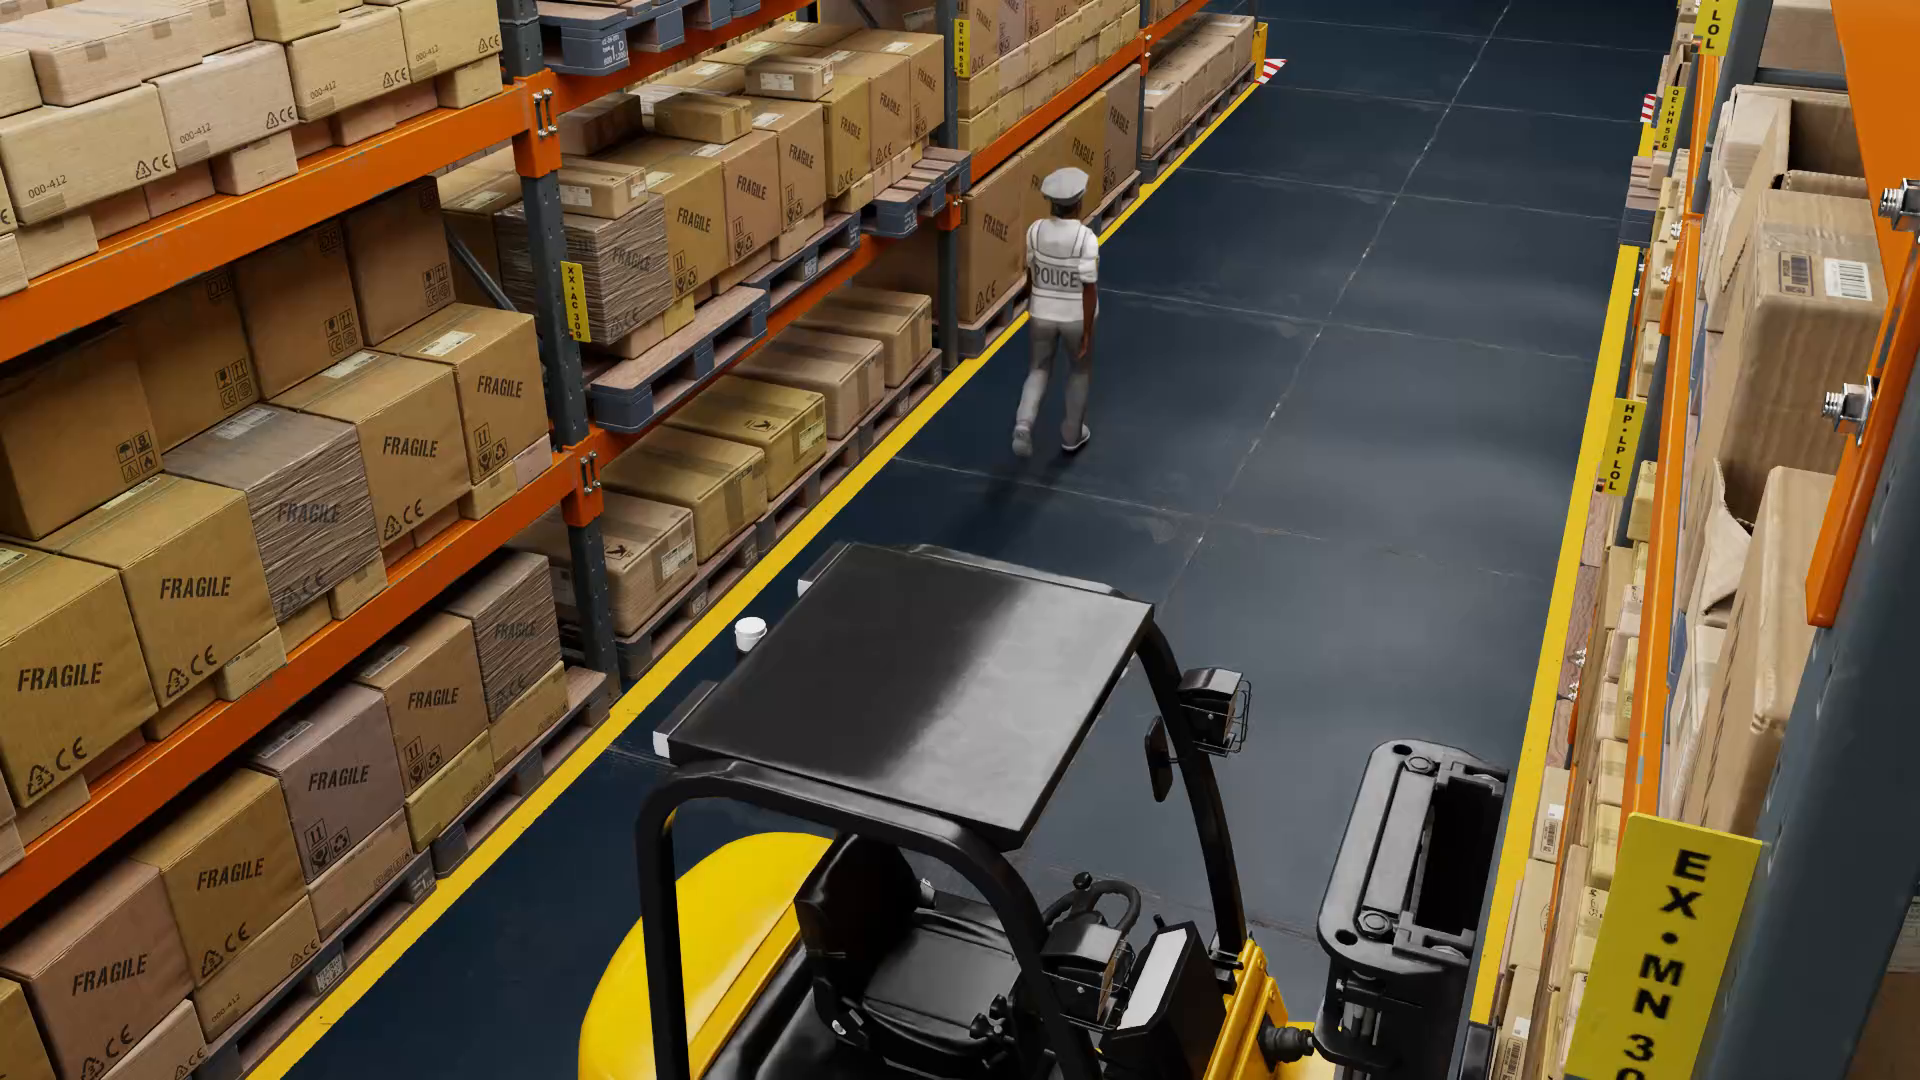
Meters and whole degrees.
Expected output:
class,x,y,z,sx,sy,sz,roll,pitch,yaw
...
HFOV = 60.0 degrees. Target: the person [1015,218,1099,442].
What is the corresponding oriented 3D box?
class,x,y,z,sx,sy,sz,roll,pitch,yaw
person,0.543,-1.124,9.220,0.406,1.342,0.545,11,32,19
